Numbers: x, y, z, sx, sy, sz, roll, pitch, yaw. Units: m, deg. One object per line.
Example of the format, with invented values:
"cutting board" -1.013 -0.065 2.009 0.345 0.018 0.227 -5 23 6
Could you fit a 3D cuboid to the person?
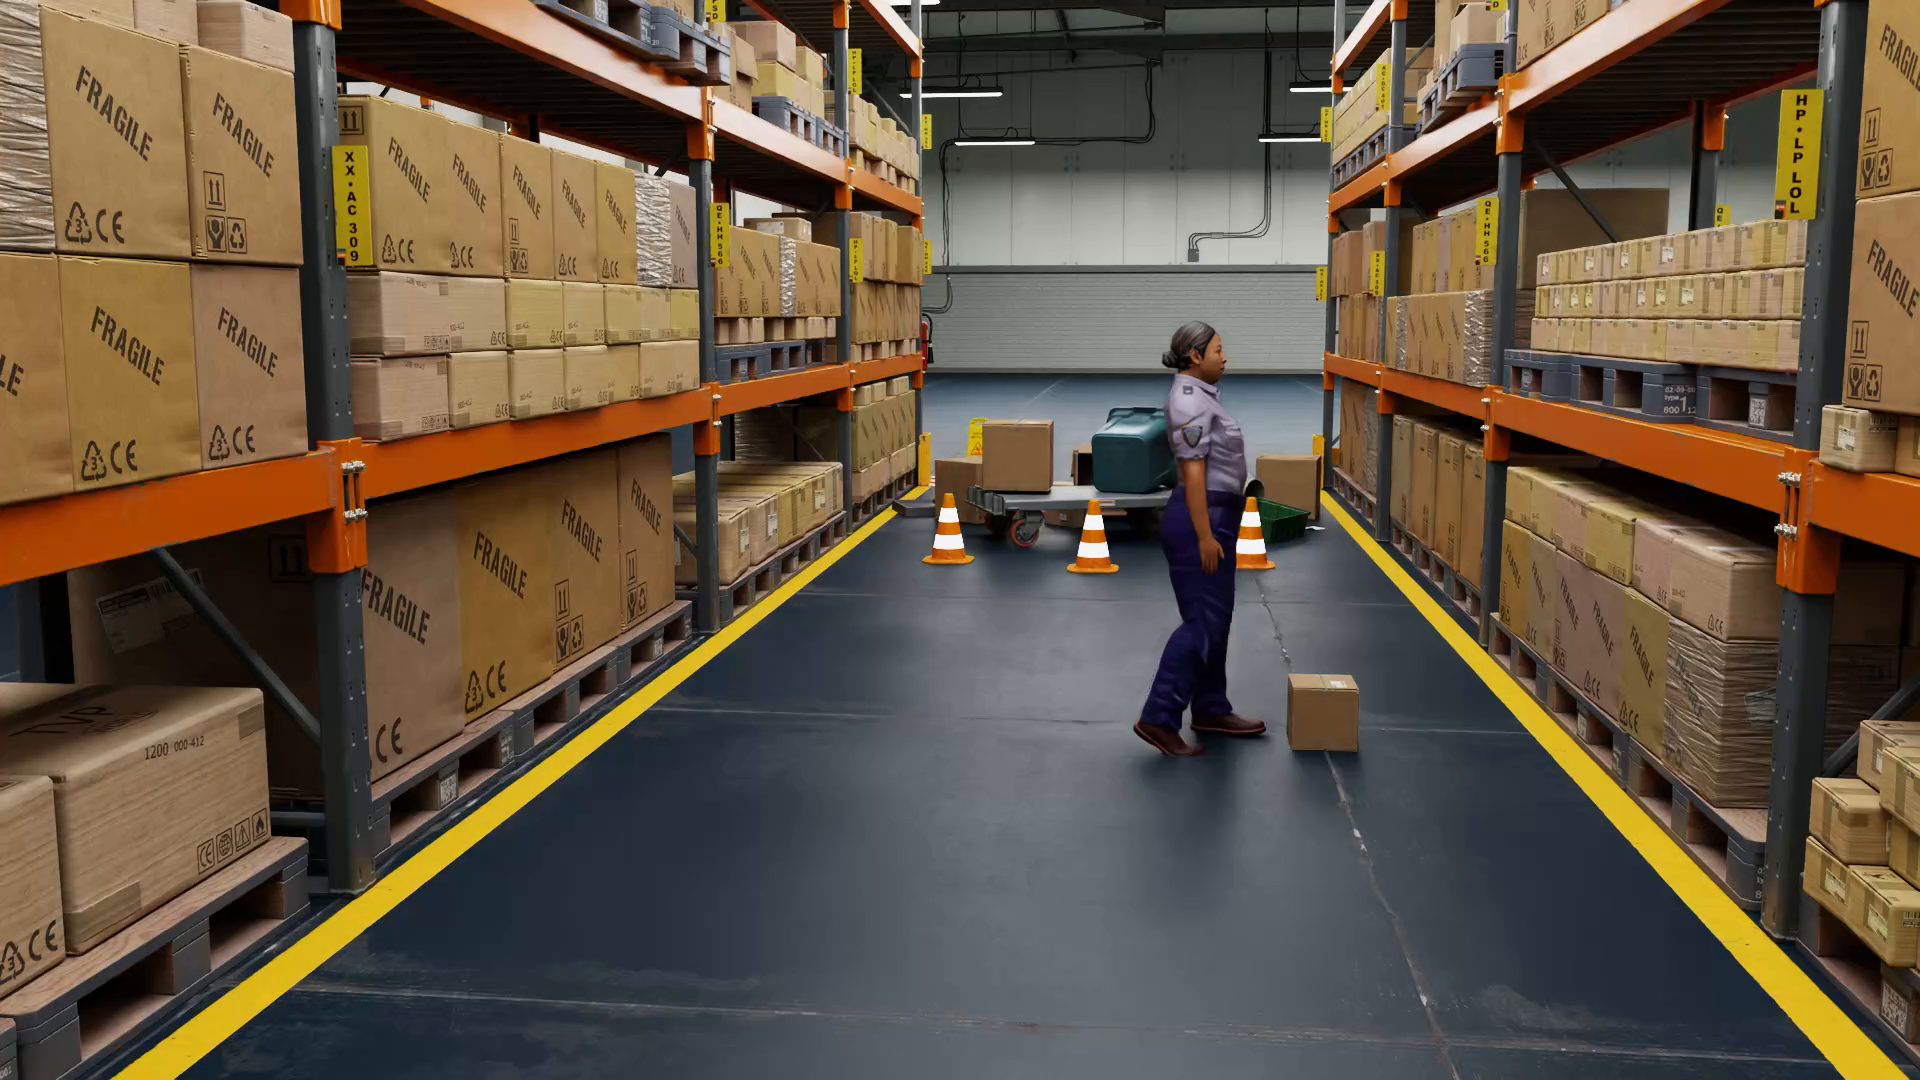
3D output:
"person" 0.954 -0.010 6.498 0.529 1.678 0.508 1 8 6
